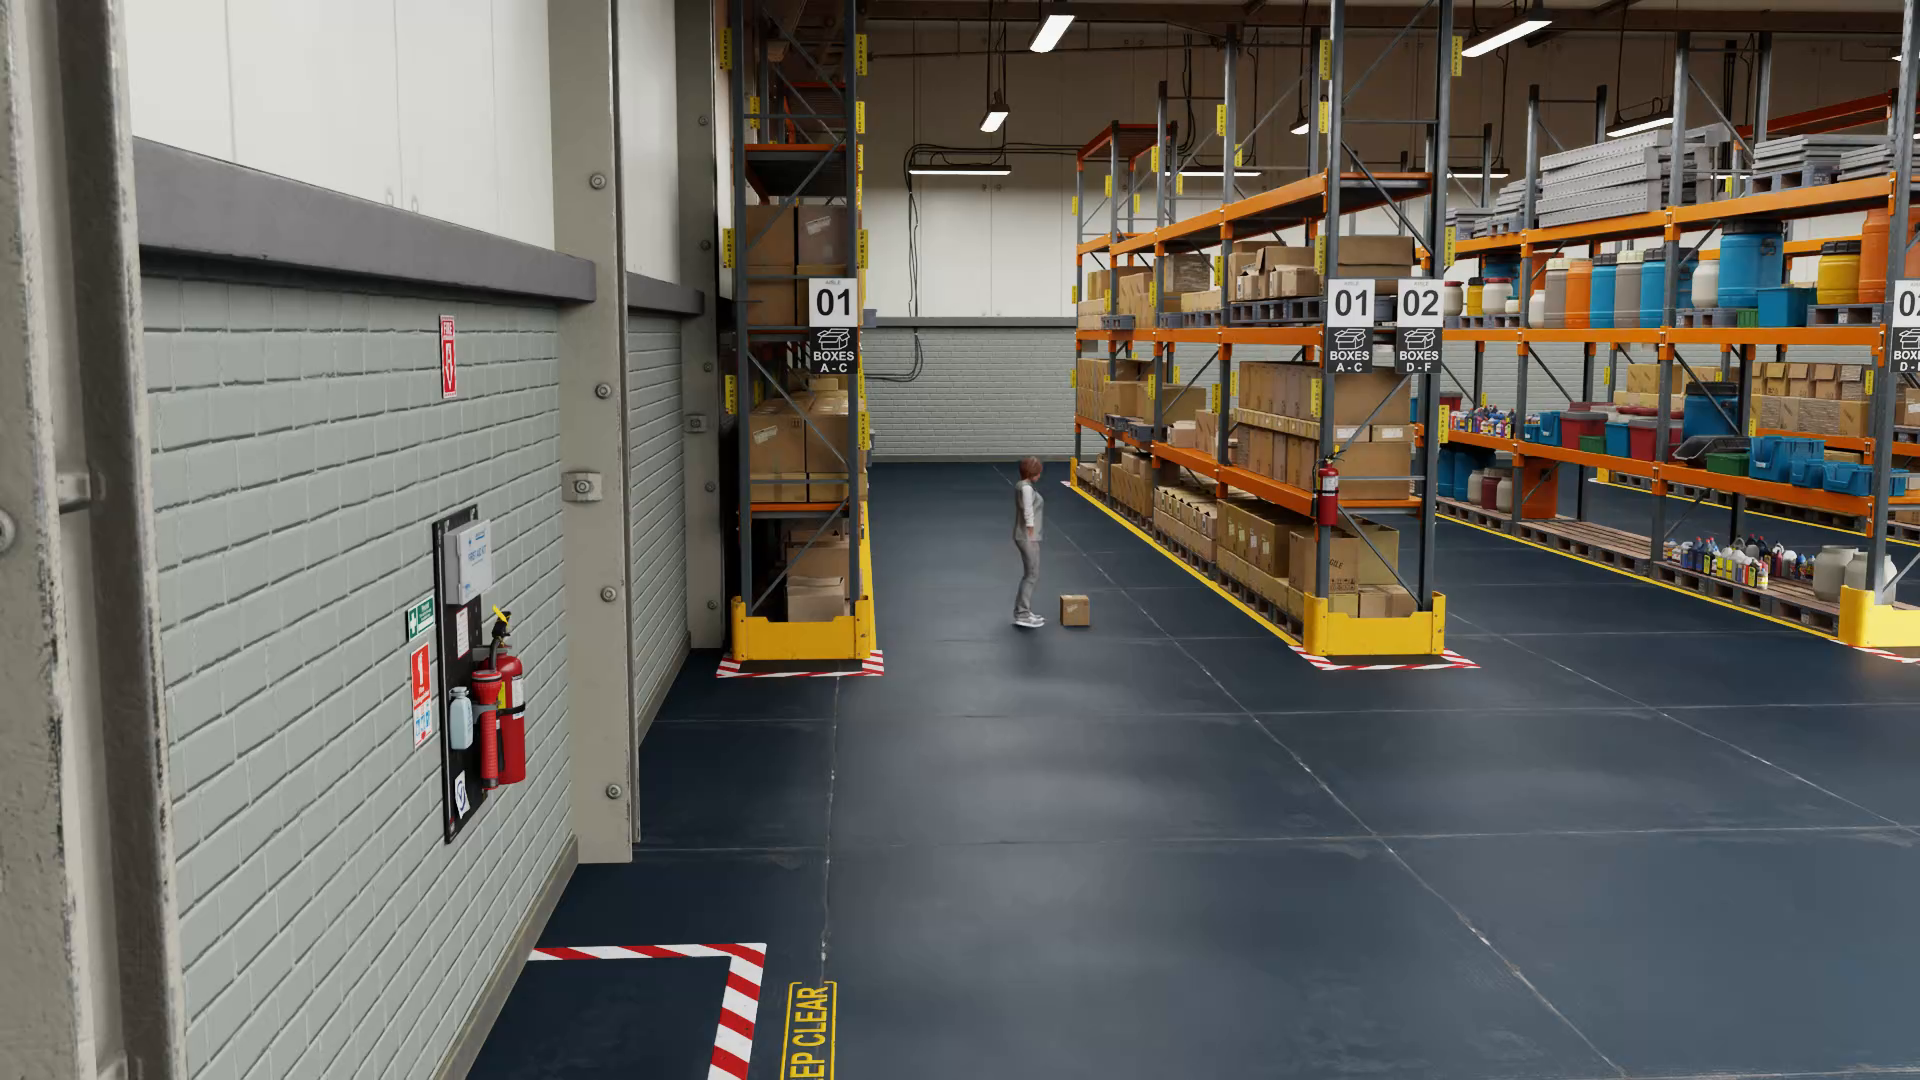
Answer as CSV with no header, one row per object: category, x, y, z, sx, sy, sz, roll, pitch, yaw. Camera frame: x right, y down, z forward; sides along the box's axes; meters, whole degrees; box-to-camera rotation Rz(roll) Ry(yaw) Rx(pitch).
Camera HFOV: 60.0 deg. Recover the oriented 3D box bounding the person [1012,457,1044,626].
person,0.646,0.009,15.778,0.303,1.595,0.408,0,7,-3
